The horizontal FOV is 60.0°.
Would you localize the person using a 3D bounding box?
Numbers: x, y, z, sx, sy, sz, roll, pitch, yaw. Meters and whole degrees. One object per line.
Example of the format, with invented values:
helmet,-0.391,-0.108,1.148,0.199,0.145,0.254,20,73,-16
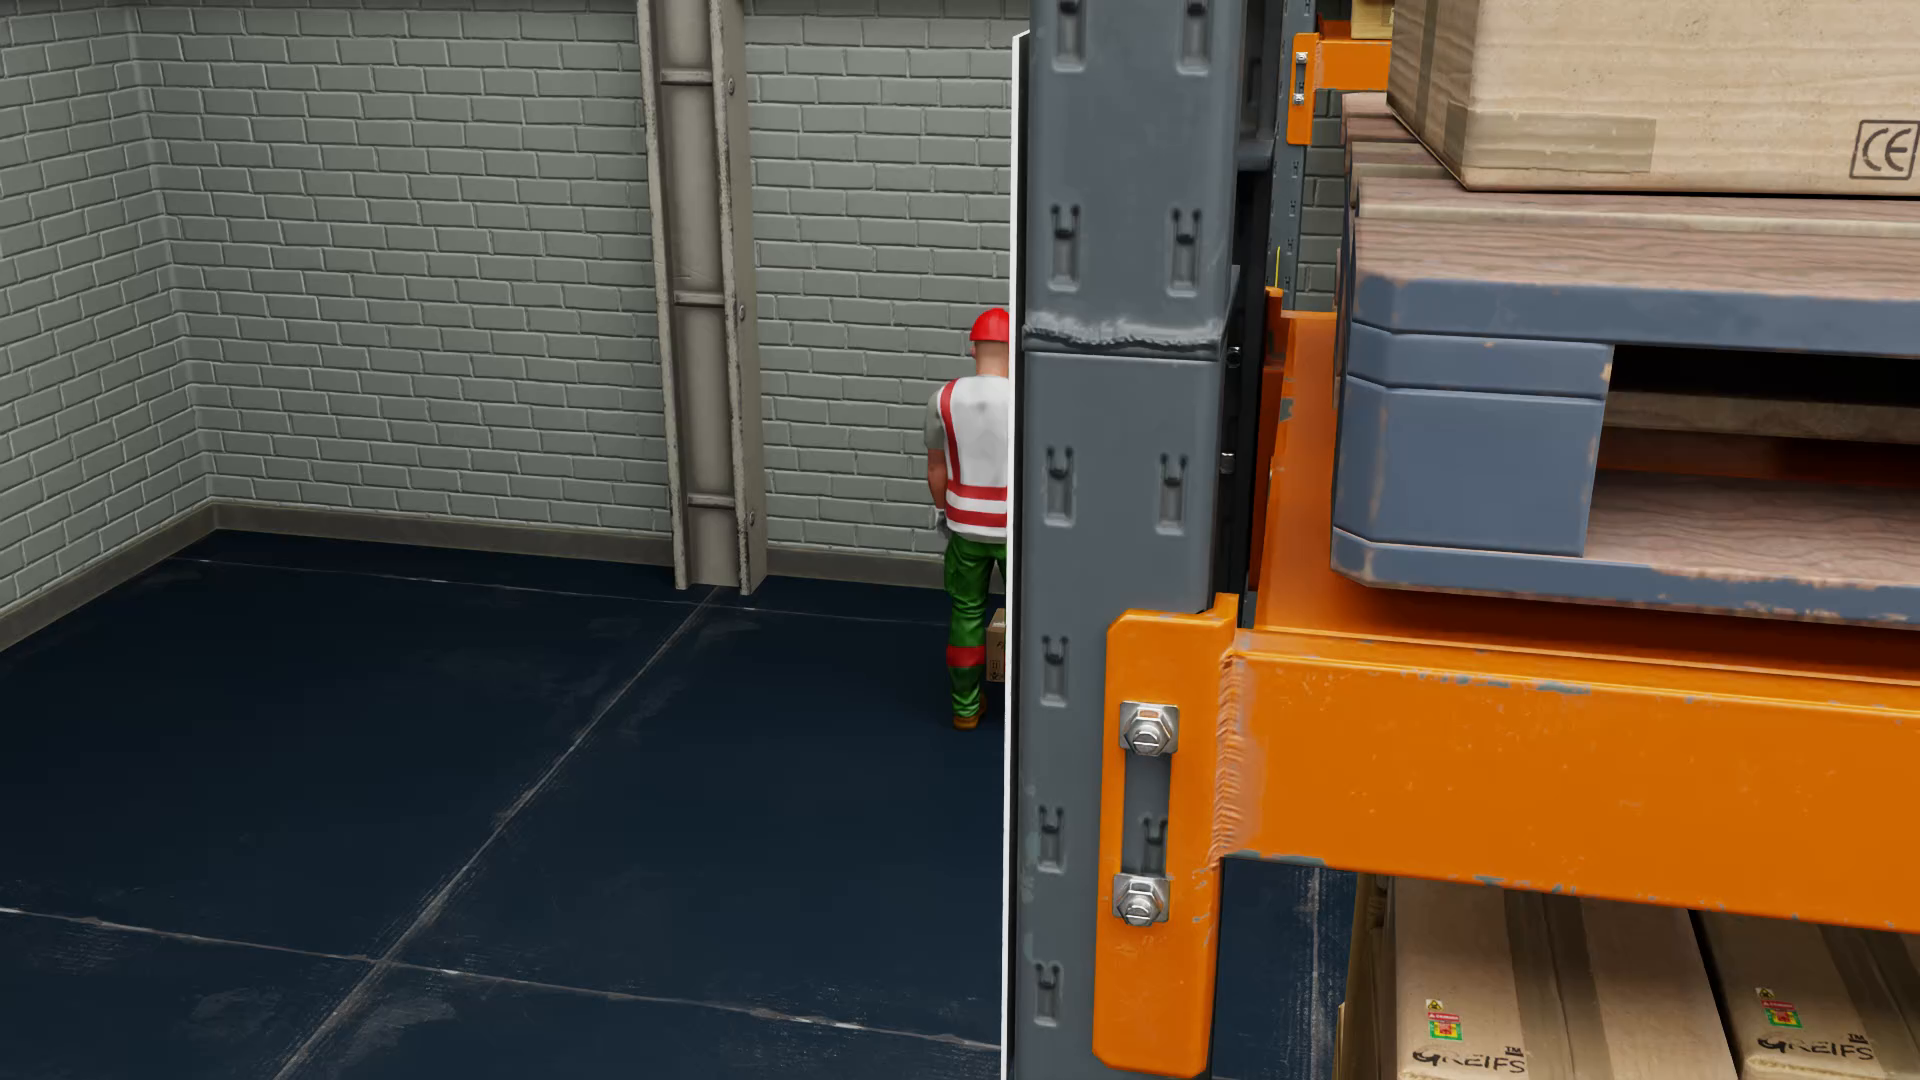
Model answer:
person,0.131,-0.062,6.740,0.533,1.766,0.388,6,22,15
